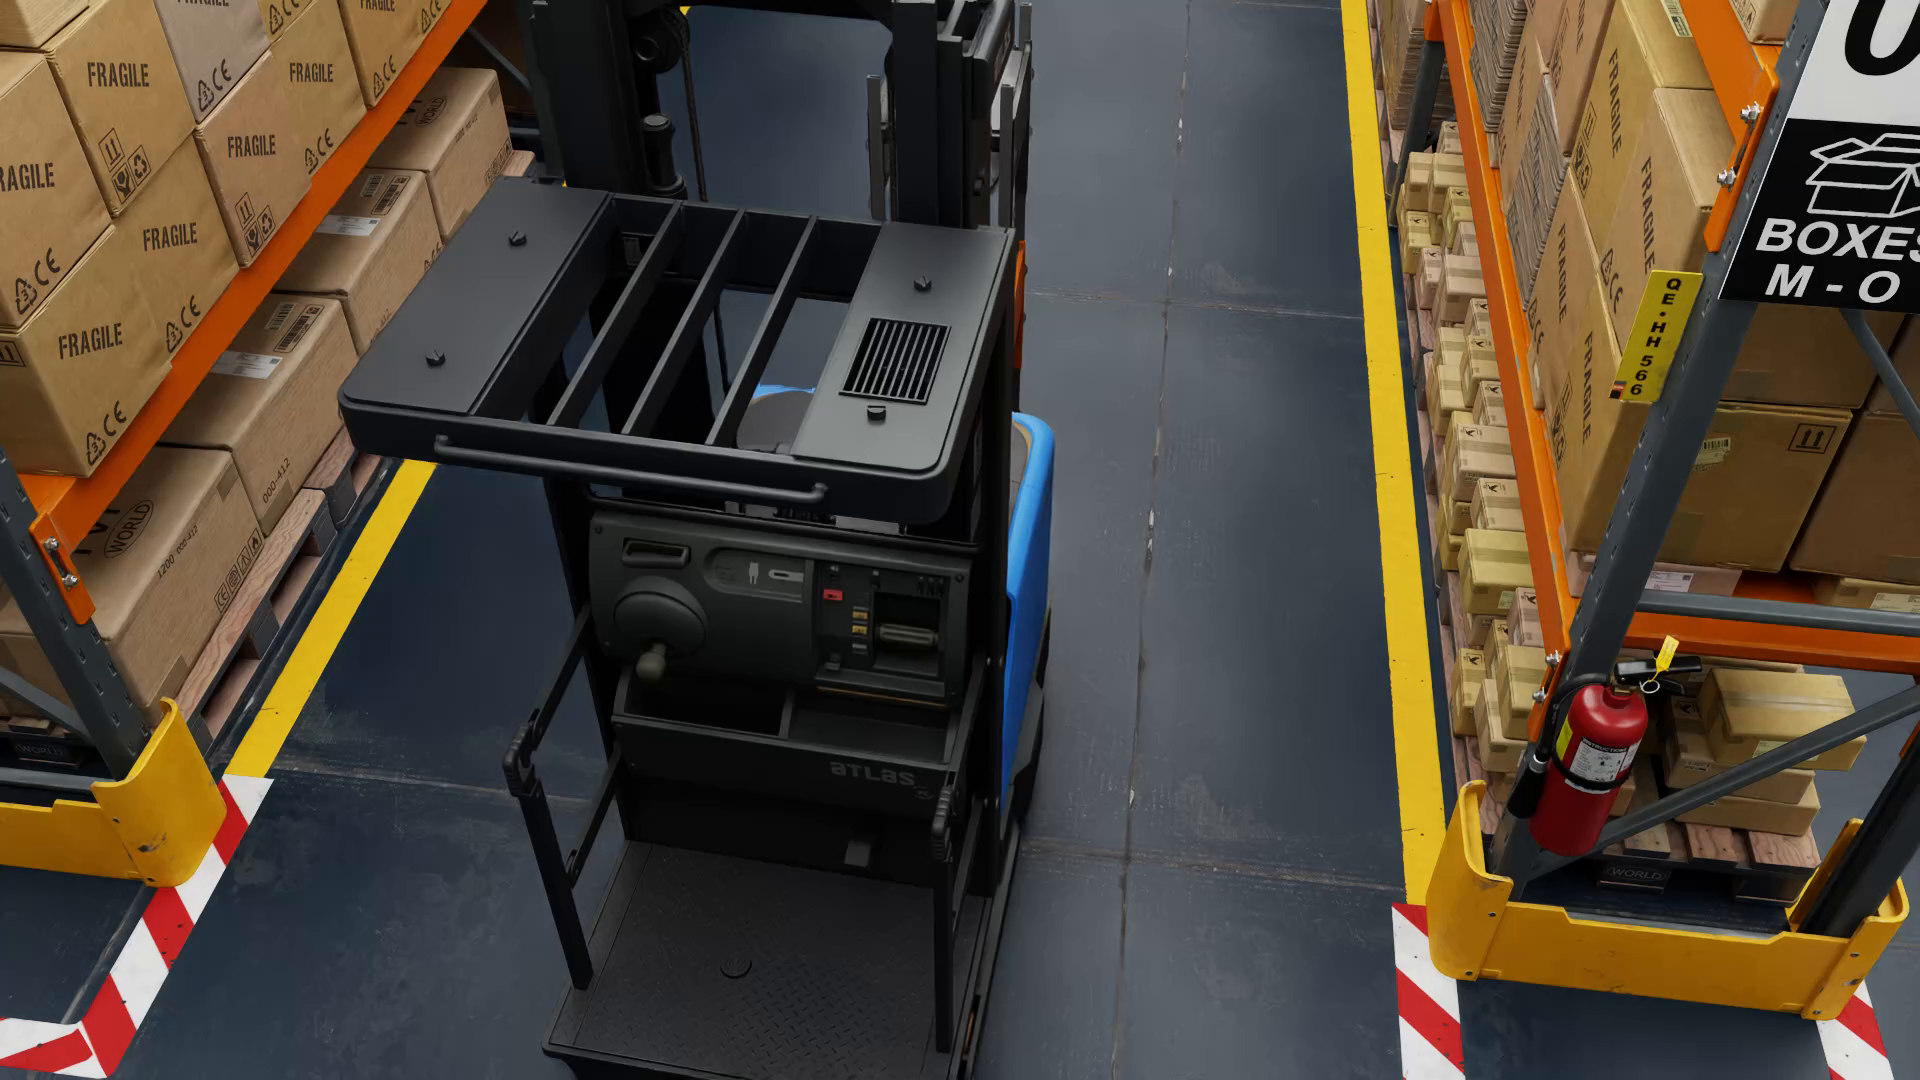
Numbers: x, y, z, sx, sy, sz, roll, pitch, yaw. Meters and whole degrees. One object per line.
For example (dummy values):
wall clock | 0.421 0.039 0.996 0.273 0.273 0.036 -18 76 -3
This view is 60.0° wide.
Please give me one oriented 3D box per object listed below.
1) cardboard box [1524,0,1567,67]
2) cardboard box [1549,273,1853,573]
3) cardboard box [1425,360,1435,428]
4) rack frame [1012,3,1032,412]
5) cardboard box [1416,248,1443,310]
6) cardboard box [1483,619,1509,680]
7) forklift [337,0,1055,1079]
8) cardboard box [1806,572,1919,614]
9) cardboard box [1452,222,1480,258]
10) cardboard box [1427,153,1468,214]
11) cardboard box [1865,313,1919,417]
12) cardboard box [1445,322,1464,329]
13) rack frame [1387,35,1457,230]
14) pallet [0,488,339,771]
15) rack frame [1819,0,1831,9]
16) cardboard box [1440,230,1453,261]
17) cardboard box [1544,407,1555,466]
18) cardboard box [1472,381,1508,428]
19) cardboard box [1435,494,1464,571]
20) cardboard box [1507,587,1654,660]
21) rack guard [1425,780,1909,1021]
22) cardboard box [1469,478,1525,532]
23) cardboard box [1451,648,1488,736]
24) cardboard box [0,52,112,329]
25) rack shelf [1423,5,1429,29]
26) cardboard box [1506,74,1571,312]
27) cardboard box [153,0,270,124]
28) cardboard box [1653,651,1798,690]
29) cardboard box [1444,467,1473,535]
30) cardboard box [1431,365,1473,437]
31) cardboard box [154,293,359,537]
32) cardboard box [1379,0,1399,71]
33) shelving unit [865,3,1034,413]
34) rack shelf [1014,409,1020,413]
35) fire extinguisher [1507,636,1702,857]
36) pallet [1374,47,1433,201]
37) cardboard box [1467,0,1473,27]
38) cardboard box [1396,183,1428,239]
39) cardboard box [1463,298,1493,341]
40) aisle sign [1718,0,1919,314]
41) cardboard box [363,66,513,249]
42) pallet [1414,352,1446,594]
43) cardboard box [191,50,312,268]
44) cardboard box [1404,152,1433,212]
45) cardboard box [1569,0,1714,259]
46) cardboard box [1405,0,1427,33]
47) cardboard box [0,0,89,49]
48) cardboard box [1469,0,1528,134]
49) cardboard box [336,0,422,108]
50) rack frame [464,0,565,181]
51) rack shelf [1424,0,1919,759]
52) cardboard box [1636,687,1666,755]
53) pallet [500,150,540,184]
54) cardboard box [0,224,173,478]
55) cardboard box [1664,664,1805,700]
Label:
cardboard box | 1.990 -1.721 4.870 0.500 0.500 0.500 4 44 4
cardboard box | 1.787 -0.292 4.087 0.500 0.500 0.500 6 44 6
cardboard box | 2.014 -0.554 6.422 0.380 0.149 0.250 4 44 4
rack frame | 0.010 -0.816 5.585 0.400 2.100 0.015 5 44 6
cardboard box | 2.129 -1.087 6.984 0.380 0.149 0.250 5 44 5
cardboard box | 1.858 0.398 5.200 0.380 0.149 0.250 4 44 5
forklift | -0.477 0.268 3.835 1.130 2.935 3.031 7 44 8
cardboard box | 2.351 0.082 4.164 0.380 0.149 0.250 5 44 5
cardboard box | 2.169 -1.122 6.589 0.380 0.149 0.250 4 44 4
cardboard box | 2.166 -1.479 6.966 0.380 0.149 0.250 7 44 8
cardboard box | 2.305 -0.607 3.693 0.500 0.500 0.500 5 44 5
cardboard box | 2.107 -0.832 6.499 0.380 0.149 0.250 7 44 7
rack frame | 2.512 -2.544 6.755 1.000 3.000 0.127 5 44 6
pallet | -2.909 0.262 5.820 1.003 0.211 1.213 5 44 6
rack frame | 1.983 -1.996 1.813 1.000 3.000 0.127 5 44 6
cardboard box | 2.206 -1.201 6.889 0.380 0.149 0.250 5 44 5
cardboard box | 1.834 -0.313 4.581 0.380 0.149 0.250 5 44 5
cardboard box | 2.022 -0.417 5.845 0.380 0.149 0.250 4 44 4
cardboard box | 1.891 -0.018 5.856 0.380 0.149 0.250 3 44 4
cardboard box | 1.892 0.299 5.088 0.380 0.149 0.250 6 44 6
rack guard | 1.993 1.038 4.790 1.175 0.500 0.348 5 44 6
cardboard box | 1.897 -0.060 5.467 0.380 0.149 0.250 4 44 4
cardboard box | 1.779 0.503 5.305 0.380 0.149 0.250 6 44 7
cardboard box | -2.591 -0.899 4.218 0.500 0.500 0.500 4 44 5
rack shelf | 2.776 -3.646 8.442 1.077 0.370 4.000 5 44 6
cardboard box | 1.918 -0.989 4.823 0.500 0.500 0.500 5 44 6
cardboard box | -2.469 -1.604 4.962 0.500 0.500 0.500 5 44 5
cardboard box | 2.306 0.324 5.062 0.380 0.149 0.250 6 44 6
cardboard box | 1.892 -0.137 5.765 0.380 0.149 0.250 6 44 6
cardboard box | 1.954 -0.500 6.148 0.380 0.149 0.250 6 44 6
cardboard box | -2.836 -0.504 6.159 0.875 0.438 0.875 6 44 7
cardboard box | 2.428 -2.666 8.396 0.500 0.500 0.500 4 44 5
shelving unit | -0.022 -0.650 5.409 0.431 2.100 0.503 5 44 6
rack shelf | -0.022 -0.131 5.900 0.431 0.518 0.480 5 44 6
fire extinguisher | 1.492 0.475 3.894 0.296 0.674 0.183 5 44 6
pallet | 2.613 -2.062 8.274 1.003 0.211 1.213 5 44 6
cardboard box | 2.189 -2.106 6.476 0.380 0.149 0.250 6 44 7
cardboard box | 2.145 -1.442 7.360 0.380 0.149 0.250 3 44 4
cardboard box | 2.100 -0.763 6.210 0.380 0.149 0.250 4 44 4
aisle sign | 1.676 -0.739 2.958 0.394 0.787 0.004 5 44 6
cardboard box | -2.598 -1.729 7.452 0.875 0.438 0.875 5 44 5
pallet | 2.299 -0.237 6.346 1.003 0.211 1.213 5 44 6
cardboard box | -2.465 -1.228 5.293 0.500 0.500 0.500 5 44 5
cardboard box | 2.147 -1.551 7.258 0.380 0.149 0.250 7 44 7
cardboard box | 1.864 -1.005 4.113 0.500 0.500 0.500 4 44 4
cardboard box | 2.360 -2.592 7.773 0.500 0.250 0.500 4 44 4
cardboard box | -2.504 -1.402 4.278 0.380 0.149 0.250 6 44 7
cardboard box | 2.036 -1.696 5.570 0.500 0.500 0.500 4 44 5
cardboard box | -2.331 -1.927 6.031 0.500 0.500 0.500 5 44 5
rack frame | -2.408 -2.925 7.157 1.000 3.000 0.127 5 44 6
rack shelf | 2.247 -0.920 5.563 1.077 0.370 4.000 5 44 6
cardboard box | 2.323 0.551 5.254 0.380 0.149 0.250 5 44 5
pallet | -2.586 -1.401 7.576 1.003 0.211 1.213 5 44 6
cardboard box | -2.589 -0.536 4.562 0.500 0.500 0.500 5 44 5
cardboard box | 2.399 0.442 5.154 0.380 0.149 0.250 5 44 5
